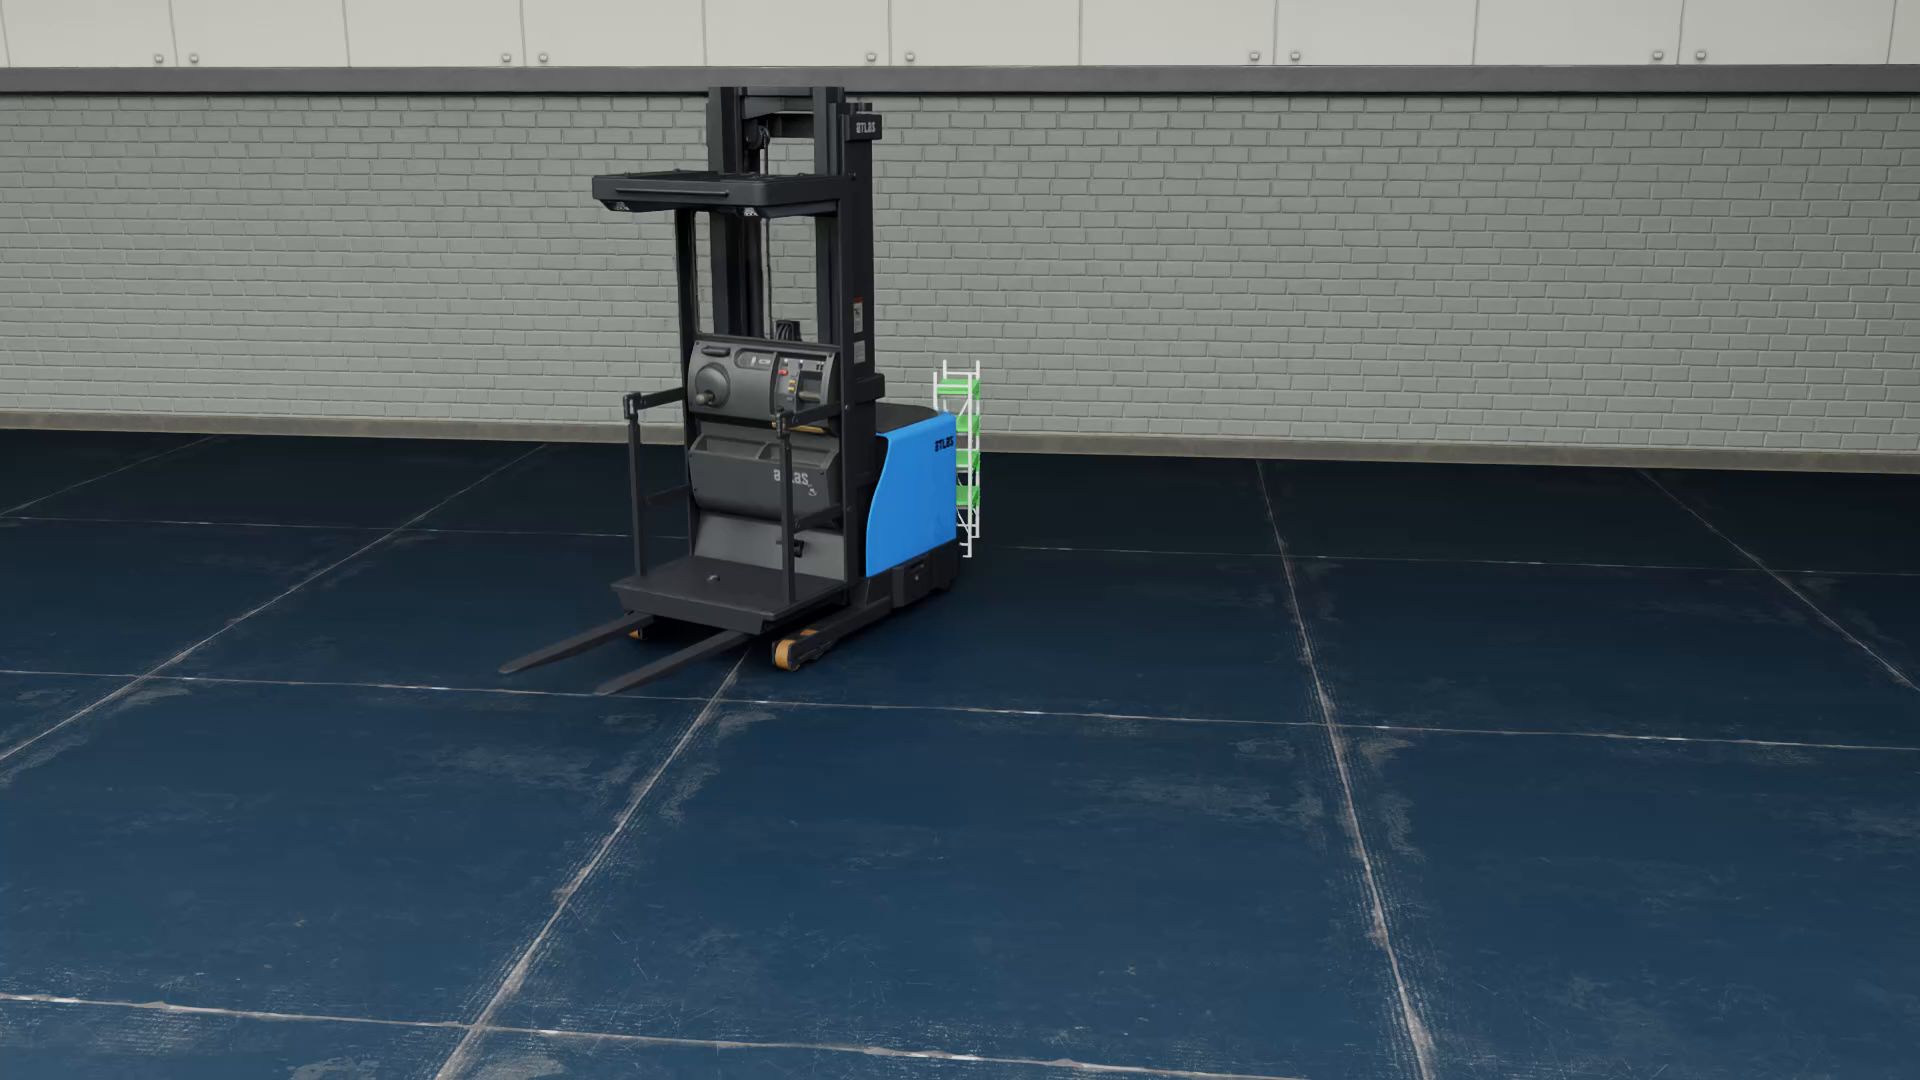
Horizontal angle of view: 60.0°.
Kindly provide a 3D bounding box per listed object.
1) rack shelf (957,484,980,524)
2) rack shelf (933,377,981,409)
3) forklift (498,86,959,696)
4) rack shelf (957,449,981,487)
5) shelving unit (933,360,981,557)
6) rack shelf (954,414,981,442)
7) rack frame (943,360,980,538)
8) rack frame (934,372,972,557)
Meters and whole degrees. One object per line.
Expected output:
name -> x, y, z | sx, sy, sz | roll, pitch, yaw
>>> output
rack shelf -> -0.019, -0.243, 10.926 | 0.258, 0.148, 0.480 | 2, 15, 6
rack shelf -> -0.019, -0.938, 10.738 | 0.258, 0.148, 0.480 | 2, 15, 6
forklift -> -1.177, -0.870, 8.764 | 1.130, 2.935, 3.031 | 9, 17, 29
rack shelf -> -0.019, -0.475, 10.863 | 0.258, 0.148, 0.480 | 2, 15, 6
shelving unit -> -0.019, -0.536, 10.847 | 0.258, 1.200, 0.503 | 2, 15, 6
rack shelf -> -0.019, -0.706, 10.801 | 0.258, 0.148, 0.480 | 2, 15, 6
rack frame -> 0.009, -0.600, 11.081 | 0.240, 1.200, 0.015 | 2, 15, 6
rack frame -> -0.046, -0.473, 10.613 | 0.240, 1.200, 0.015 | 2, 15, 6
